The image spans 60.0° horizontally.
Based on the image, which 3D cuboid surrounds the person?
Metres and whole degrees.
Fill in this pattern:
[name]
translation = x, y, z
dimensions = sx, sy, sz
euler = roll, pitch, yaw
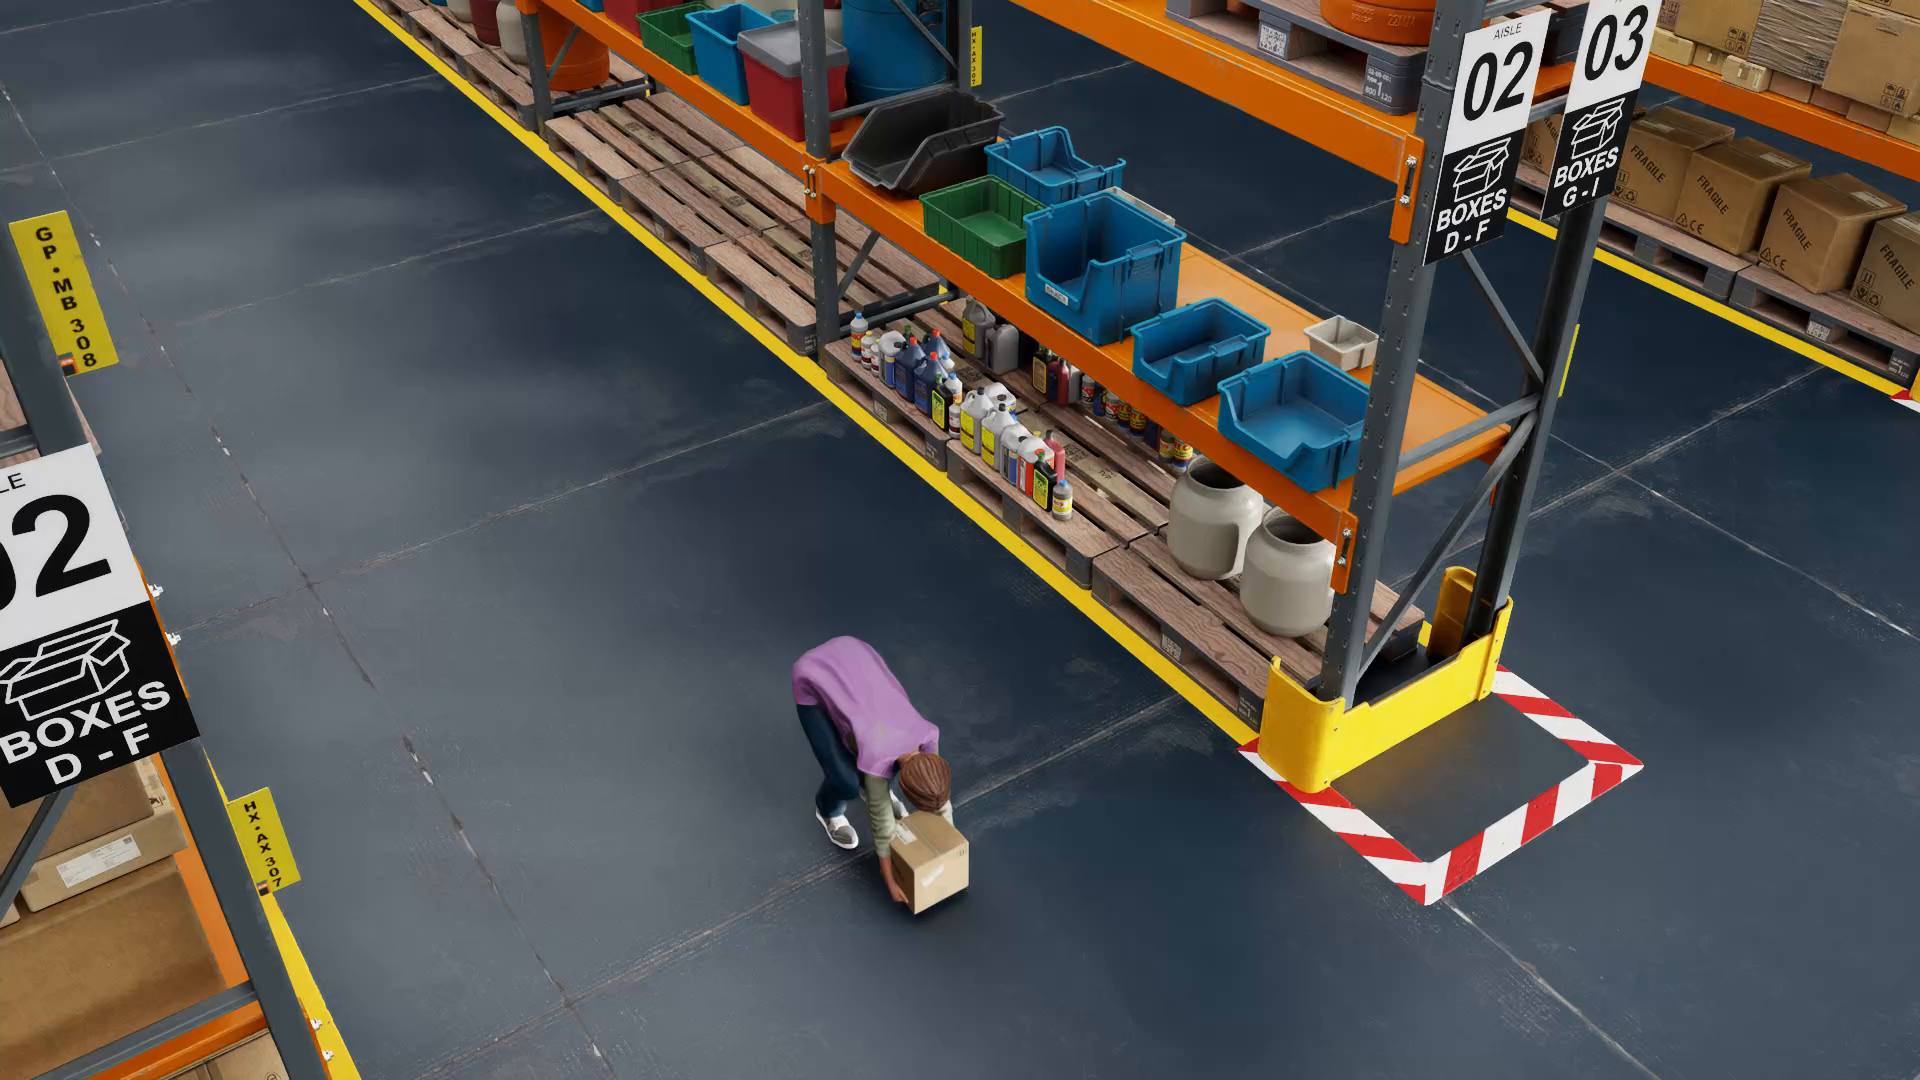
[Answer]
[person]
translation = -0.316, 0.882, 6.466
dimensions = 0.424, 0.834, 0.853
euler = -25, 44, -29
